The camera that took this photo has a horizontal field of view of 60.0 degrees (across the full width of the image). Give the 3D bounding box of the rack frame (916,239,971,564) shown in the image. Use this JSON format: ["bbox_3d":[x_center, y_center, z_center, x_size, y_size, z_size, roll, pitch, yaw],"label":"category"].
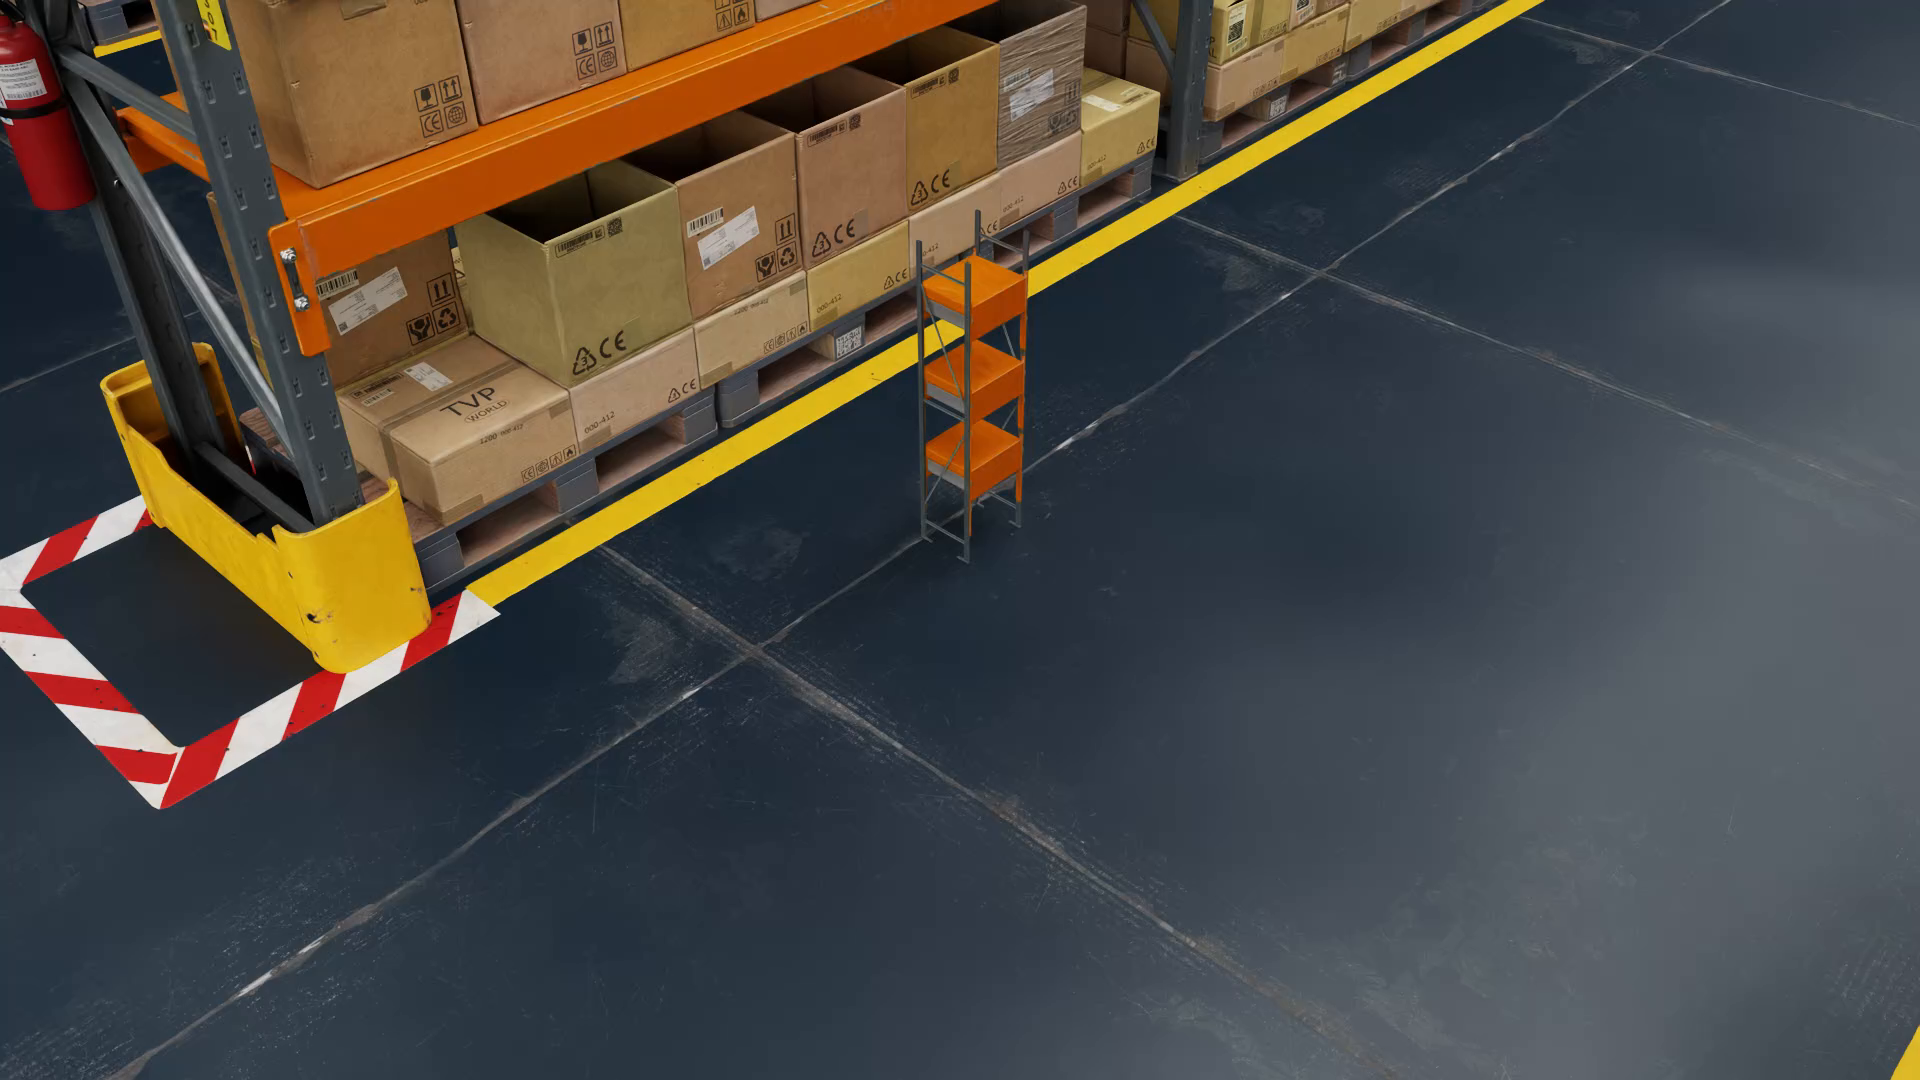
[{"bbox_3d":[-0.046,-0.379,4.884,0.200,1.050,0.008,30,47,32],"label":"rack frame"}]

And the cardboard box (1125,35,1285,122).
[{"bbox_3d":[1.081,-2.116,7.373,0.500,0.250,0.500,28,47,31],"label":"cardboard box"}]

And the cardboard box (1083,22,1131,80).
[{"bbox_3d":[0.691,-2.347,7.663,0.500,0.250,0.500,29,47,31],"label":"cardboard box"}]

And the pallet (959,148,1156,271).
[{"bbox_3d":[0.058,-1.508,6.976,1.003,0.211,1.213,30,47,32],"label":"pallet"}]

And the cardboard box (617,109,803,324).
[{"bbox_3d":[-0.883,-1.109,5.504,0.500,0.500,0.500,30,47,32],"label":"cardboard box"}]

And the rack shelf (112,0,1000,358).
[{"bbox_3d":[-0.724,-1.746,5.614,1.077,0.370,4.000,30,47,32],"label":"rack shelf"}]

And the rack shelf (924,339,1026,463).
[{"bbox_3d":[0.036,-0.427,4.961,0.215,0.259,0.240,30,47,32],"label":"rack shelf"}]

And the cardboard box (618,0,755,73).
[{"bbox_3d":[-1.059,-1.826,5.056,0.700,0.500,0.500,30,47,32],"label":"cardboard box"}]

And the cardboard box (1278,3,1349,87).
[{"bbox_3d":[1.427,-2.350,7.668,0.500,0.250,0.500,31,48,33],"label":"cardboard box"}]

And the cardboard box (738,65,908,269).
[{"bbox_3d":[-0.533,-1.332,5.784,0.500,0.500,0.500,30,47,32],"label":"cardboard box"}]

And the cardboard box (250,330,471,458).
[{"bbox_3d":[-1.929,-0.568,5.426,0.500,0.250,0.500,30,47,32],"label":"cardboard box"}]

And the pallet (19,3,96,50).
[{"bbox_3d":[-5.107,-2.489,8.211,1.003,0.211,1.213,30,47,32],"label":"pallet"}]

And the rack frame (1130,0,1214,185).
[{"bbox_3d":[0.626,-2.947,6.546,1.000,3.000,0.127,30,47,32],"label":"rack frame"}]

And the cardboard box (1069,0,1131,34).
[{"bbox_3d":[0.687,-2.561,7.482,0.500,0.311,0.500,30,47,32],"label":"cardboard box"}]

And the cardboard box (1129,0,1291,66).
[{"bbox_3d":[1.088,-2.340,7.203,0.500,0.311,0.500,30,47,32],"label":"cardboard box"}]

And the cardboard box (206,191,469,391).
[{"bbox_3d":[-1.931,-0.862,5.193,0.500,0.500,0.500,30,47,32],"label":"cardboard box"}]

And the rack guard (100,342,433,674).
[{"bbox_3d":[-2.089,-0.120,4.999,1.175,0.500,0.348,30,47,32],"label":"rack guard"}]

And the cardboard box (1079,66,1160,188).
[{"bbox_3d":[0.474,-1.730,6.887,0.500,0.250,0.500,30,47,32],"label":"cardboard box"}]

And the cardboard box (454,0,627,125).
[{"bbox_3d":[-1.398,-1.601,4.772,0.700,0.500,0.500,31,48,33],"label":"cardboard box"}]

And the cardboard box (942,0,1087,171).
[{"bbox_3d":[0.128,-1.799,6.371,0.500,0.500,0.500,30,47,32],"label":"cardboard box"}]

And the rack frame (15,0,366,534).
[{"bbox_3d":[-2.073,-1.109,4.235,1.000,3.000,0.127,30,47,32],"label":"rack frame"}]

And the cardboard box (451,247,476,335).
[{"bbox_3d":[-1.601,-0.802,5.721,0.500,0.250,0.500,30,47,32],"label":"cardboard box"}]

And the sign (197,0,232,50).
[{"bbox_3d":[-1.667,-1.243,3.644,0.100,0.325,0.005,30,47,32],"label":"sign"}]

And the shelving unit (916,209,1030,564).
[{"bbox_3d":[0.036,-0.435,4.954,0.215,1.050,0.252,30,47,32],"label":"shelving unit"}]

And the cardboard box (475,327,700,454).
[{"bbox_3d":[-1.212,-0.581,5.443,0.500,0.250,0.500,30,47,32],"label":"cardboard box"}]

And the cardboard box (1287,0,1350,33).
[{"bbox_3d":[1.430,-2.567,7.490,0.500,0.311,0.500,29,47,31],"label":"cardboard box"}]

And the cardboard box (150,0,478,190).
[{"bbox_3d":[-1.748,-1.357,4.466,0.700,0.500,0.500,30,47,32],"label":"cardboard box"}]

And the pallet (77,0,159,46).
[{"bbox_3d":[-4.283,-3.047,8.912,1.003,0.211,1.213,30,47,32],"label":"pallet"}]

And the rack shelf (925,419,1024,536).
[{"bbox_3d":[0.036,-0.210,5.134,0.215,0.259,0.240,30,47,32],"label":"rack shelf"}]

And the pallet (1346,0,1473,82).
[{"bbox_3d":[1.917,-2.773,8.568,1.003,0.211,1.213,30,47,32],"label":"pallet"}]

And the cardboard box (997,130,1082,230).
[{"bbox_3d":[0.130,-1.504,6.604,0.500,0.250,0.500,30,47,32],"label":"cardboard box"}]

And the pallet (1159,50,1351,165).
[{"bbox_3d":[1.094,-2.210,7.860,1.003,0.211,1.213,30,47,32],"label":"pallet"}]

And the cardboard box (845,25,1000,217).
[{"bbox_3d":[-0.206,-1.567,6.080,0.500,0.500,0.500,30,47,32],"label":"cardboard box"}]

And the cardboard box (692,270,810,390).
[{"bbox_3d":[-0.875,-0.811,5.732,0.500,0.250,0.500,30,47,32],"label":"cardboard box"}]

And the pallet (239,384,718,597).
[{"bbox_3d":[-1.588,-0.387,5.566,1.003,0.211,1.213,30,47,32],"label":"pallet"}]

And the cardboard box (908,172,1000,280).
[{"bbox_3d":[-0.197,-1.269,6.307,0.500,0.250,0.500,30,47,32],"label":"cardboard box"}]

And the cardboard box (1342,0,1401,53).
[{"bbox_3d":[1.774,-2.589,7.968,0.500,0.250,0.500,28,46,31],"label":"cardboard box"}]

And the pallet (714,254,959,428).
[{"bbox_3d":[-0.765,-0.944,6.268,1.003,0.211,1.213,30,47,32],"label":"pallet"}]

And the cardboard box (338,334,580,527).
[{"bbox_3d":[-1.547,-0.350,5.152,0.500,0.250,0.500,30,47,32],"label":"cardboard box"}]

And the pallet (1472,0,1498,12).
[{"bbox_3d":[2.740,-3.331,9.269,1.003,0.211,1.213,30,47,32],"label":"pallet"}]

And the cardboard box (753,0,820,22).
[{"bbox_3d":[-0.706,-2.070,5.362,0.700,0.500,0.500,31,48,33],"label":"cardboard box"}]

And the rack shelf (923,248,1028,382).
[{"bbox_3d":[0.036,-0.649,4.784,0.215,0.259,0.240,30,47,32],"label":"rack shelf"}]

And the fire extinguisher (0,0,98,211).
[{"bbox_3d":[-2.496,-1.219,4.436,0.296,0.674,0.183,30,47,32],"label":"fire extinguisher"}]

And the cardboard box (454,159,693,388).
[{"bbox_3d":[-1.211,-0.874,5.209,0.500,0.500,0.500,30,47,32],"label":"cardboard box"}]

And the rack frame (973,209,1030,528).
[{"bbox_3d":[0.118,-0.492,5.025,0.200,1.050,0.008,30,47,32],"label":"rack frame"}]

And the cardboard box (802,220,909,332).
[{"bbox_3d":[-0.534,-1.039,6.018,0.500,0.250,0.500,30,47,32],"label":"cardboard box"}]

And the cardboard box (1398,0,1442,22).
[{"bbox_3d":[2.118,-2.823,8.262,0.500,0.250,0.500,31,48,33],"label":"cardboard box"}]
